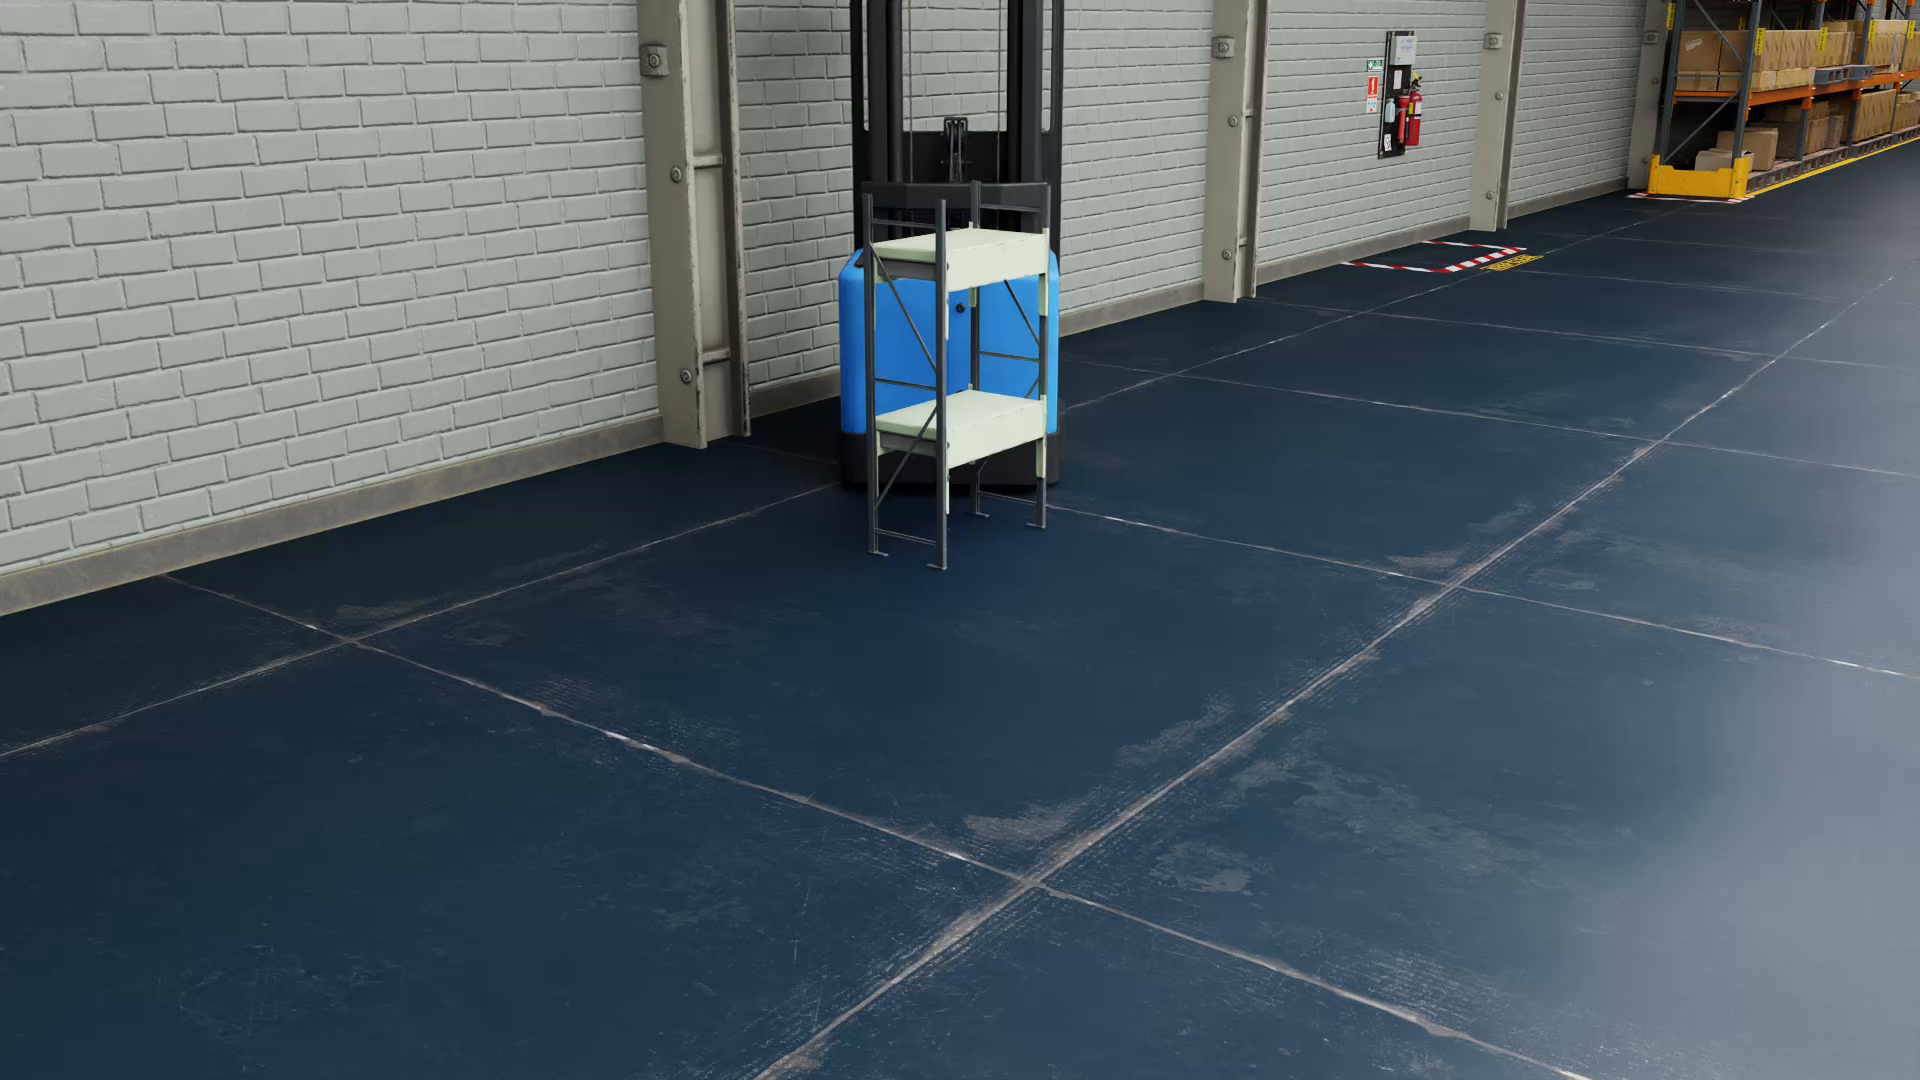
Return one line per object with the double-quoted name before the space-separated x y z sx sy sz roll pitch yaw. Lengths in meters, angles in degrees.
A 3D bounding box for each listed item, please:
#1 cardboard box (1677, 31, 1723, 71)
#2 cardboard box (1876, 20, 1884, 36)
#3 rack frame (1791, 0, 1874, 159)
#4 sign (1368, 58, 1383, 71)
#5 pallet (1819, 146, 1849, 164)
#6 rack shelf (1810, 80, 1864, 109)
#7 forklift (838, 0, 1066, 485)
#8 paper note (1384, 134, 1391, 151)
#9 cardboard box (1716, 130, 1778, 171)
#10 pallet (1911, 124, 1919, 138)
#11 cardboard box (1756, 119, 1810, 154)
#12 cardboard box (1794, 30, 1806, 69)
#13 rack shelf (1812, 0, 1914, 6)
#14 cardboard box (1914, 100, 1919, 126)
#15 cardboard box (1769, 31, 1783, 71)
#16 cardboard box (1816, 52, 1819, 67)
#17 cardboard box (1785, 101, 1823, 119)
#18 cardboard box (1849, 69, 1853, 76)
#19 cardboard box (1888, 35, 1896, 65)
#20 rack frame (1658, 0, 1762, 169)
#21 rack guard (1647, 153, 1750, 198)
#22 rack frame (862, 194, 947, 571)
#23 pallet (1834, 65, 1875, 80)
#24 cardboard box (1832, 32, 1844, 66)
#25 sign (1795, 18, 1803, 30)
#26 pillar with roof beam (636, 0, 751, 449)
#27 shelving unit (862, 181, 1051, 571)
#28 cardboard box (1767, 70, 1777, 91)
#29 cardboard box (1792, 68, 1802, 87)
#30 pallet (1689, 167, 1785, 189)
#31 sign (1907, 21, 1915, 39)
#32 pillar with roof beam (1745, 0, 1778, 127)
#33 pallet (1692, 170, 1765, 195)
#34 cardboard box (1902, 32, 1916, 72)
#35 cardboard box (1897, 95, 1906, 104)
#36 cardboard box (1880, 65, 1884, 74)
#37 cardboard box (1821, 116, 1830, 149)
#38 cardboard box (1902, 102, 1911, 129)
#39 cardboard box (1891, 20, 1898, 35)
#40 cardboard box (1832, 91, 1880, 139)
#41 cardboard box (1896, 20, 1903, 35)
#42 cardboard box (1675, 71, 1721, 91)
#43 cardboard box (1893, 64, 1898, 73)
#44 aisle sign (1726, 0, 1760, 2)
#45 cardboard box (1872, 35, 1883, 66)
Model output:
"cardboard box" 9.734 -6.401 21.755 0.500 0.500 0.500 12 21 34
"cardboard box" 15.187 -8.609 27.941 0.500 0.250 0.500 12 21 34
"rack frame" 14.390 -7.861 27.500 1.000 3.000 0.127 12 21 35
"sign" 3.865 -4.420 15.467 0.001 0.109 0.331 12 21 35
"pallet" 13.923 -6.343 27.315 1.003 0.211 1.213 12 21 35
"rack shelf" 13.198 -7.041 26.073 1.077 0.370 4.000 12 21 35
"forklift" -0.006 -2.042 8.876 1.130 2.935 3.031 1 17 2
"paper note" 4.107 -3.814 15.952 0.016 0.148 0.142 12 21 35
"cardboard box" 10.925 -5.422 23.120 0.700 0.500 0.500 11 20 31
"pallet" 18.743 -8.230 33.391 1.003 0.211 1.213 12 21 35
"cardboard box" 12.699 -6.235 25.736 0.700 0.500 0.500 12 21 34
"cardboard box" 11.372 -6.799 23.035 0.500 0.500 0.500 12 21 33
"rack shelf" 15.582 -9.426 28.696 1.077 0.370 4.000 12 21 35
"cardboard box" 18.820 -8.589 33.350 0.700 0.500 0.500 12 21 35
"cardboard box" 10.452 -6.428 21.841 0.500 0.500 0.500 12 21 35
"cardboard box" 12.337 -7.281 24.723 0.700 0.500 0.500 12 21 35
"cardboard box" 13.310 -6.807 26.313 0.500 0.250 0.500 12 21 34
"cardboard box" 14.772 -7.788 27.655 0.380 0.149 0.250 12 21 34
"cardboard box" 16.099 -8.617 29.231 0.500 0.500 0.500 12 21 35
"rack frame" 9.623 -5.956 21.364 1.000 3.000 0.127 12 21 35
"rack guard" 9.669 -4.780 21.793 1.175 0.500 0.348 12 21 35
"rack frame" -0.222 -0.627 6.735 0.400 1.500 0.023 12 21 35
"pallet" 14.051 -7.581 26.921 1.213 0.211 1.003 12 21 35
"cardboard box" 13.394 -7.704 26.085 0.700 0.500 0.500 12 21 35
"sign" 13.942 -8.511 27.641 0.100 0.325 0.005 12 21 35
"pillar with roof beam" 2.078 -4.092 5.248 9.100 9.000 0.400 12 21 35
"shelving unit" -0.004 -0.715 7.016 0.431 1.500 0.755 12 21 35
"cardboard box" 10.467 -6.080 21.983 0.500 0.250 0.500 12 21 33
"cardboard box" 11.377 -6.440 23.143 0.500 0.250 0.500 12 21 34
"pallet" 10.908 -5.119 23.371 1.003 0.211 1.213 12 21 35
"sign" 17.215 -9.235 30.106 0.100 0.325 0.005 12 21 35
"pillar with roof beam" 16.378 -9.809 23.656 9.100 9.000 0.400 12 21 35
"pallet" 10.181 -4.829 22.439 1.003 0.211 1.213 12 21 35
"cardboard box" 17.110 -9.083 30.930 0.980 0.700 0.700 13 21 36
"cardboard box" 17.652 -8.340 31.454 0.380 0.149 0.250 13 22 37
"cardboard box" 16.007 -8.278 29.232 0.380 0.149 0.250 12 21 33
"cardboard box" 13.603 -6.594 26.894 0.700 0.500 0.500 12 21 35
"cardboard box" 17.911 -8.221 32.167 0.700 0.500 0.500 13 21 36
"cardboard box" 16.084 -8.973 29.113 0.500 0.250 0.500 13 21 36
"cardboard box" 15.461 -7.394 28.914 0.750 0.750 0.750 12 21 34
"cardboard box" 16.388 -9.095 29.504 0.500 0.250 0.500 13 21 36
"cardboard box" 9.746 -6.039 21.852 0.500 0.250 0.500 13 21 35
"cardboard box" 16.668 -8.508 29.975 0.380 0.149 0.250 13 21 36
"aisle sign" 9.821 -7.127 20.753 0.394 0.787 0.004 12 21 35
"cardboard box" 15.205 -8.254 28.061 0.500 0.500 0.500 13 22 36
